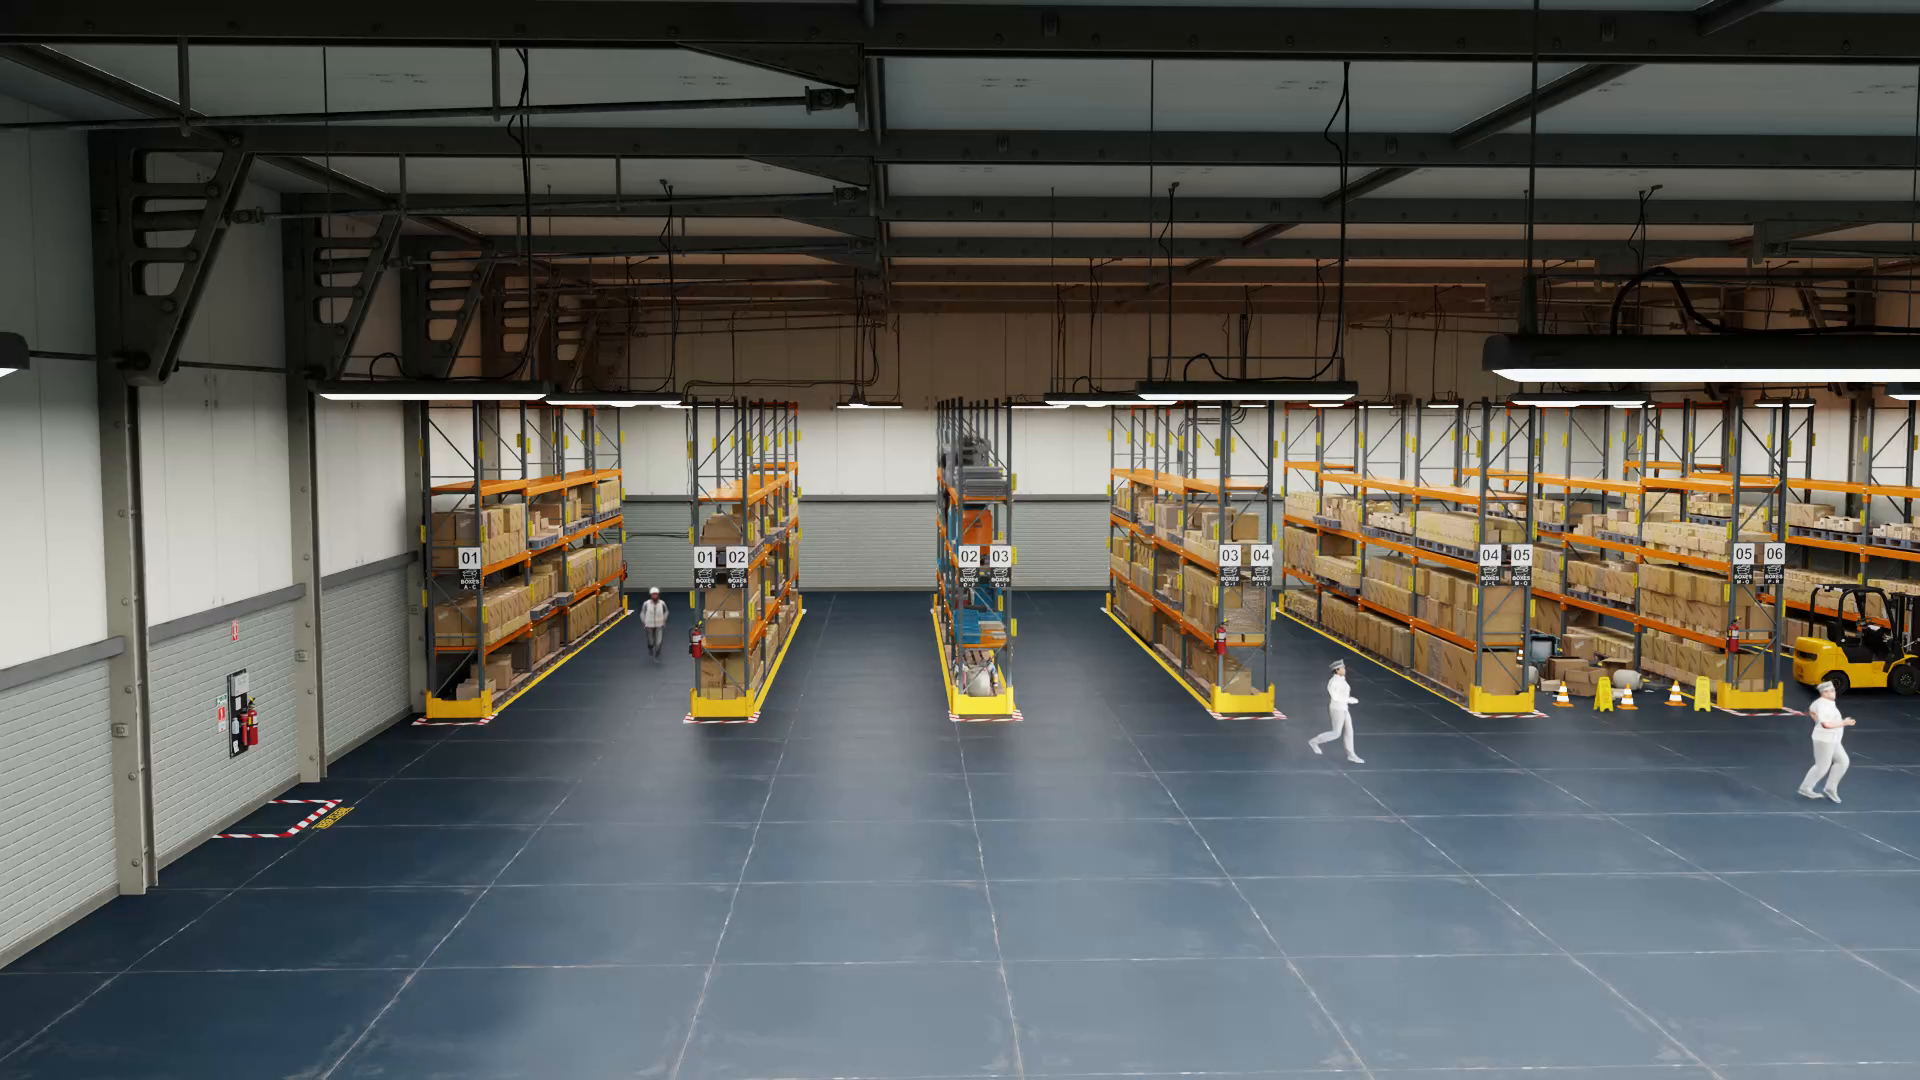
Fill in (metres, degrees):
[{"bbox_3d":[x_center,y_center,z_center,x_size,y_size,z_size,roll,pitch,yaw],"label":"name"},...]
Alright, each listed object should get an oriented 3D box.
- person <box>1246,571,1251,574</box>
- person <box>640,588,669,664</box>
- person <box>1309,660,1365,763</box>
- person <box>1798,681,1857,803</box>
[{"bbox_3d":[8.503,1.129,48.693,0.659,1.696,0.763,-2,5,-20],"label":"person"},{"bbox_3d":[-6.969,1.937,37.970,0.647,1.727,0.637,-1,5,-14],"label":"person"},{"bbox_3d":[6.158,2.780,27.124,0.901,1.693,0.616,2,5,23],"label":"person"},{"bbox_3d":[12.723,2.966,24.365,0.727,1.836,0.640,3,5,35],"label":"person"}]
